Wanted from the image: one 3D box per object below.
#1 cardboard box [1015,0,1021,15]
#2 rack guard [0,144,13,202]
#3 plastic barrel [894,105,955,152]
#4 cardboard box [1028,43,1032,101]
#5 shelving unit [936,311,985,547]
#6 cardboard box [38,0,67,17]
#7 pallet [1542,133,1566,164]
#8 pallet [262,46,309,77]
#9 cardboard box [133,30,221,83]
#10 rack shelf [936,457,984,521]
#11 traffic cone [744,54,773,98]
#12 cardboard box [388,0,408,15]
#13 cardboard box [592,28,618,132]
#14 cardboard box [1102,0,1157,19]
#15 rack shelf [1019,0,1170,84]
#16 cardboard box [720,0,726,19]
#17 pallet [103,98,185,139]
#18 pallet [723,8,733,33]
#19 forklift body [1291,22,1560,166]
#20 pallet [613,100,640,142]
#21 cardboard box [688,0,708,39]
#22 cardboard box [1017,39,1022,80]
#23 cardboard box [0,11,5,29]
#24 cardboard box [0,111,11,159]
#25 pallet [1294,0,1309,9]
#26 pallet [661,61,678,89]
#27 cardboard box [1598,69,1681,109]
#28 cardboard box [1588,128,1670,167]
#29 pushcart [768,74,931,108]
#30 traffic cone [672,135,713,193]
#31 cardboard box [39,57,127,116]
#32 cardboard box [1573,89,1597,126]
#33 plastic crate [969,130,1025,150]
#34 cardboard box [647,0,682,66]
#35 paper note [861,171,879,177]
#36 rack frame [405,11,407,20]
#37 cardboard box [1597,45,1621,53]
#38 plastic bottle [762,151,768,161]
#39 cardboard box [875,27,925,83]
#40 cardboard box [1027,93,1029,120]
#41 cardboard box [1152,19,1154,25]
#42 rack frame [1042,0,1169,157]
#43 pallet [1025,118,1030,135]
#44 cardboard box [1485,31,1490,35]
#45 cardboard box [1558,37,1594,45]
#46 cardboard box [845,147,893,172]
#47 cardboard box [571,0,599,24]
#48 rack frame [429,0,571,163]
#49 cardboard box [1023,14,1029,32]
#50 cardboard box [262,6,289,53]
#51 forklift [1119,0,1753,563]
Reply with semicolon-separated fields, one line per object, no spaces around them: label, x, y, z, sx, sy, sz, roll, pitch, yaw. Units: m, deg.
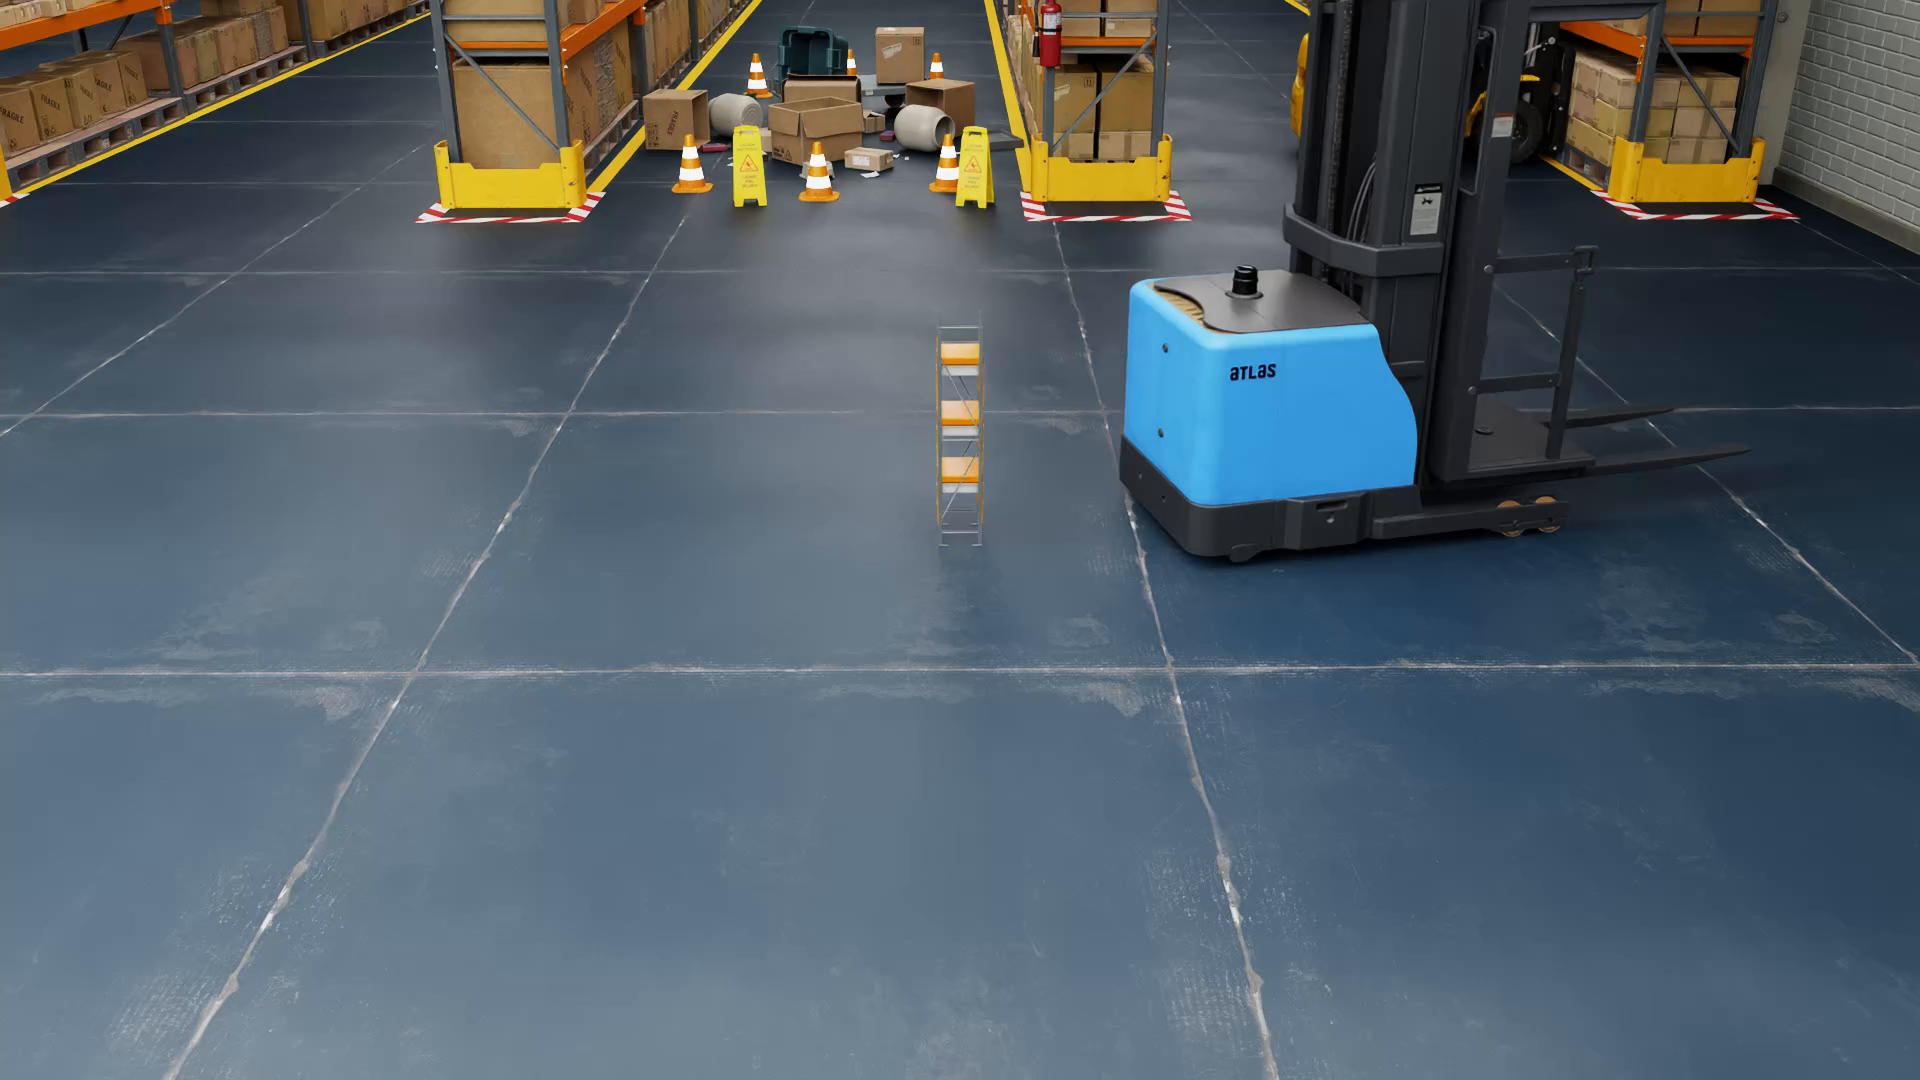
cardboard box;1.184;-7.082;21.838;0.875;0.875;0.875;0;24;-1
rack guard;-8.714;-3.125;14.054;1.175;0.500;0.348;0;24;-1
plastic barrel;-0.341;-3.948;15.966;0.512;0.421;0.421;19;30;35
cardboard box;0.910;-4.528;16.038;0.500;0.500;0.500;1;24;2
shelving unit;-0.001;-0.500;7.582;0.215;1.050;0.252;0;24;-1
cardboard box;-8.398;-4.856;15.151;0.380;0.149;0.250;0;24;-1
pallet;6.099;-3.847;16.000;1.003;0.211;1.213;0;24;-1
pallet;-8.794;-5.937;20.621;1.003;0.211;1.213;0;24;-1
cardboard box;-8.729;-5.393;18.533;0.700;0.500;0.500;0;24;-1
rack shelf;-0.001;-0.238;7.701;0.215;0.259;0.240;0;24;-1
traffic cone;-2.301;-5.266;18.831;0.336;0.463;0.334;0;24;-1
cardboard box;-8.817;-8.137;24.171;1.225;0.875;0.875;0;24;0
cardboard box;-3.846;-4.454;16.028;0.875;0.875;0.875;0;24;0
cardboard box;1.468;-4.655;13.920;0.500;0.500;0.500;-1;24;-1
rack shelf;1.174;-4.774;15.538;1.077;0.370;4.000;0;24;-1
cardboard box;-3.618;-7.696;23.649;0.500;0.500;0.500;-1;24;-2
pallet;-8.715;-4.334;17.077;1.003;0.211;1.213;0;24;-1
pallet;-3.874;-7.567;24.225;1.003;0.211;1.213;0;24;-1
forklift body;4.314;-4.688;15.505;2.313;2.155;1.214;0;24;-1
pallet;-3.866;-4.278;16.952;1.003;0.211;1.213;0;24;-1
cardboard box;-3.593;-6.855;21.791;0.500;0.500;0.500;-1;24;-3
cardboard box;1.133;-5.432;18.800;0.950;0.372;0.625;1;24;3
cardboard box;-8.450;-4.443;14.239;0.380;0.149;0.250;0;24;-1
cardboard box;-8.704;-3.543;14.467;0.500;0.500;0.500;4;25;9
pallet;6.006;-8.763;26.869;1.003;0.211;1.213;0;24;-1
pallet;-3.896;-5.413;19.462;1.003;0.211;1.213;0;24;-1
cardboard box;5.842;-3.884;14.311;0.500;0.250;0.500;1;24;1
cardboard box;5.838;-3.432;14.526;0.500;0.250;0.500;0;24;0
pushcart;-1.127;-4.700;17.685;1.648;0.377;0.936;-9;26;-19
traffic cone;-2.339;-3.283;14.448;0.336;0.463;0.334;0;24;-1
cardboard box;-8.779;-4.533;16.656;0.500;0.500;0.500;8;25;16
cardboard box;5.847;-3.874;14.895;0.500;0.250;0.500;0;24;-1
plastic crate;0.349;-3.945;16.376;0.402;0.080;0.583;-9;26;-19
cardboard box;-3.910;-6.065;19.740;1.050;0.750;0.750;0;24;0
paper note;-0.805;-3.305;15.021;0.148;0.019;0.142;-9;26;-19
rack frame;-8.844;-9.178;24.403;1.000;3.000;0.127;0;24;-1
cardboard box;6.341;-4.518;15.712;0.500;0.250;0.500;-1;24;-2
plastic bottle;-1.911;-3.639;15.722;0.133;0.061;0.283;-9;26;-19
cardboard box;-0.627;-5.112;17.526;0.500;0.500;0.500;0;24;-1
cardboard box;0.914;-4.182;16.183;0.500;0.250;0.500;-1;24;-1
cardboard box;1.504;-4.623;14.635;0.380;0.149;0.250;0;24;0
rack frame;1.196;-4.278;13.568;1.000;3.000;0.127;0;24;-1
pallet;1.195;-4.379;17.176;1.003;0.211;1.213;0;24;-1
cardboard box;6.099;-5.274;18.143;0.875;0.625;0.625;1;24;2
cardboard box;5.819;-4.727;16.176;0.500;0.250;0.500;1;24;1
cardboard box;-0.838;-3.509;15.329;0.380;0.149;0.250;13;27;27
cardboard box;-3.710;-4.893;14.746;0.875;0.550;0.550;0;24;-1
rack frame;-3.753;-4.214;13.427;1.000;3.000;0.127;0;24;-1
cardboard box;0.830;-5.206;16.750;0.380;0.149;0.250;0;24;0
cardboard box;-8.774;-6.315;20.573;0.700;0.500;0.500;-2;24;-3
forklift;2.364;-1.554;7.629;3.031;2.935;1.130;-6;25;-13
